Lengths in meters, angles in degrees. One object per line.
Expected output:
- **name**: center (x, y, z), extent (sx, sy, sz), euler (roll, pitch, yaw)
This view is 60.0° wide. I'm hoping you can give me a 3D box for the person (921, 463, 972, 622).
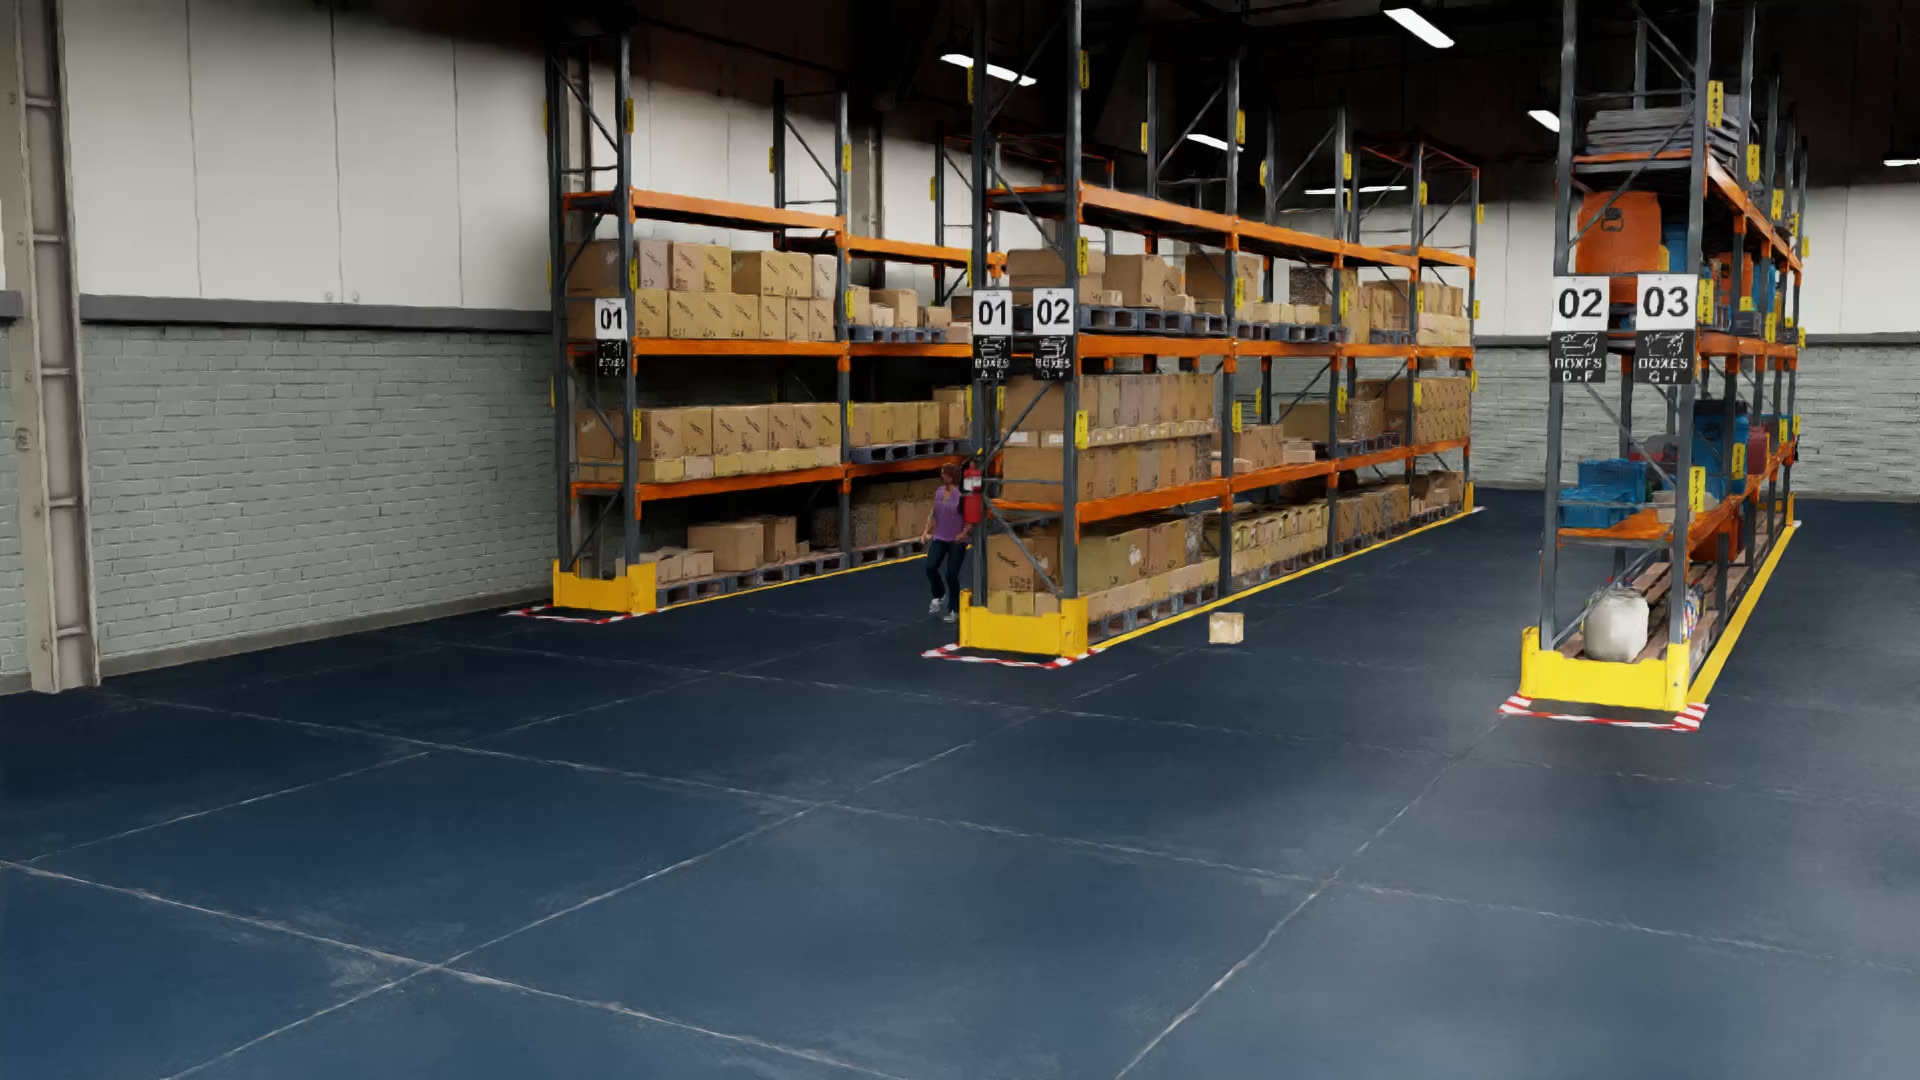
- **person**: center (-0.107, 0.038, 16.439), extent (0.585, 1.546, 0.441), euler (3, 7, 24)
